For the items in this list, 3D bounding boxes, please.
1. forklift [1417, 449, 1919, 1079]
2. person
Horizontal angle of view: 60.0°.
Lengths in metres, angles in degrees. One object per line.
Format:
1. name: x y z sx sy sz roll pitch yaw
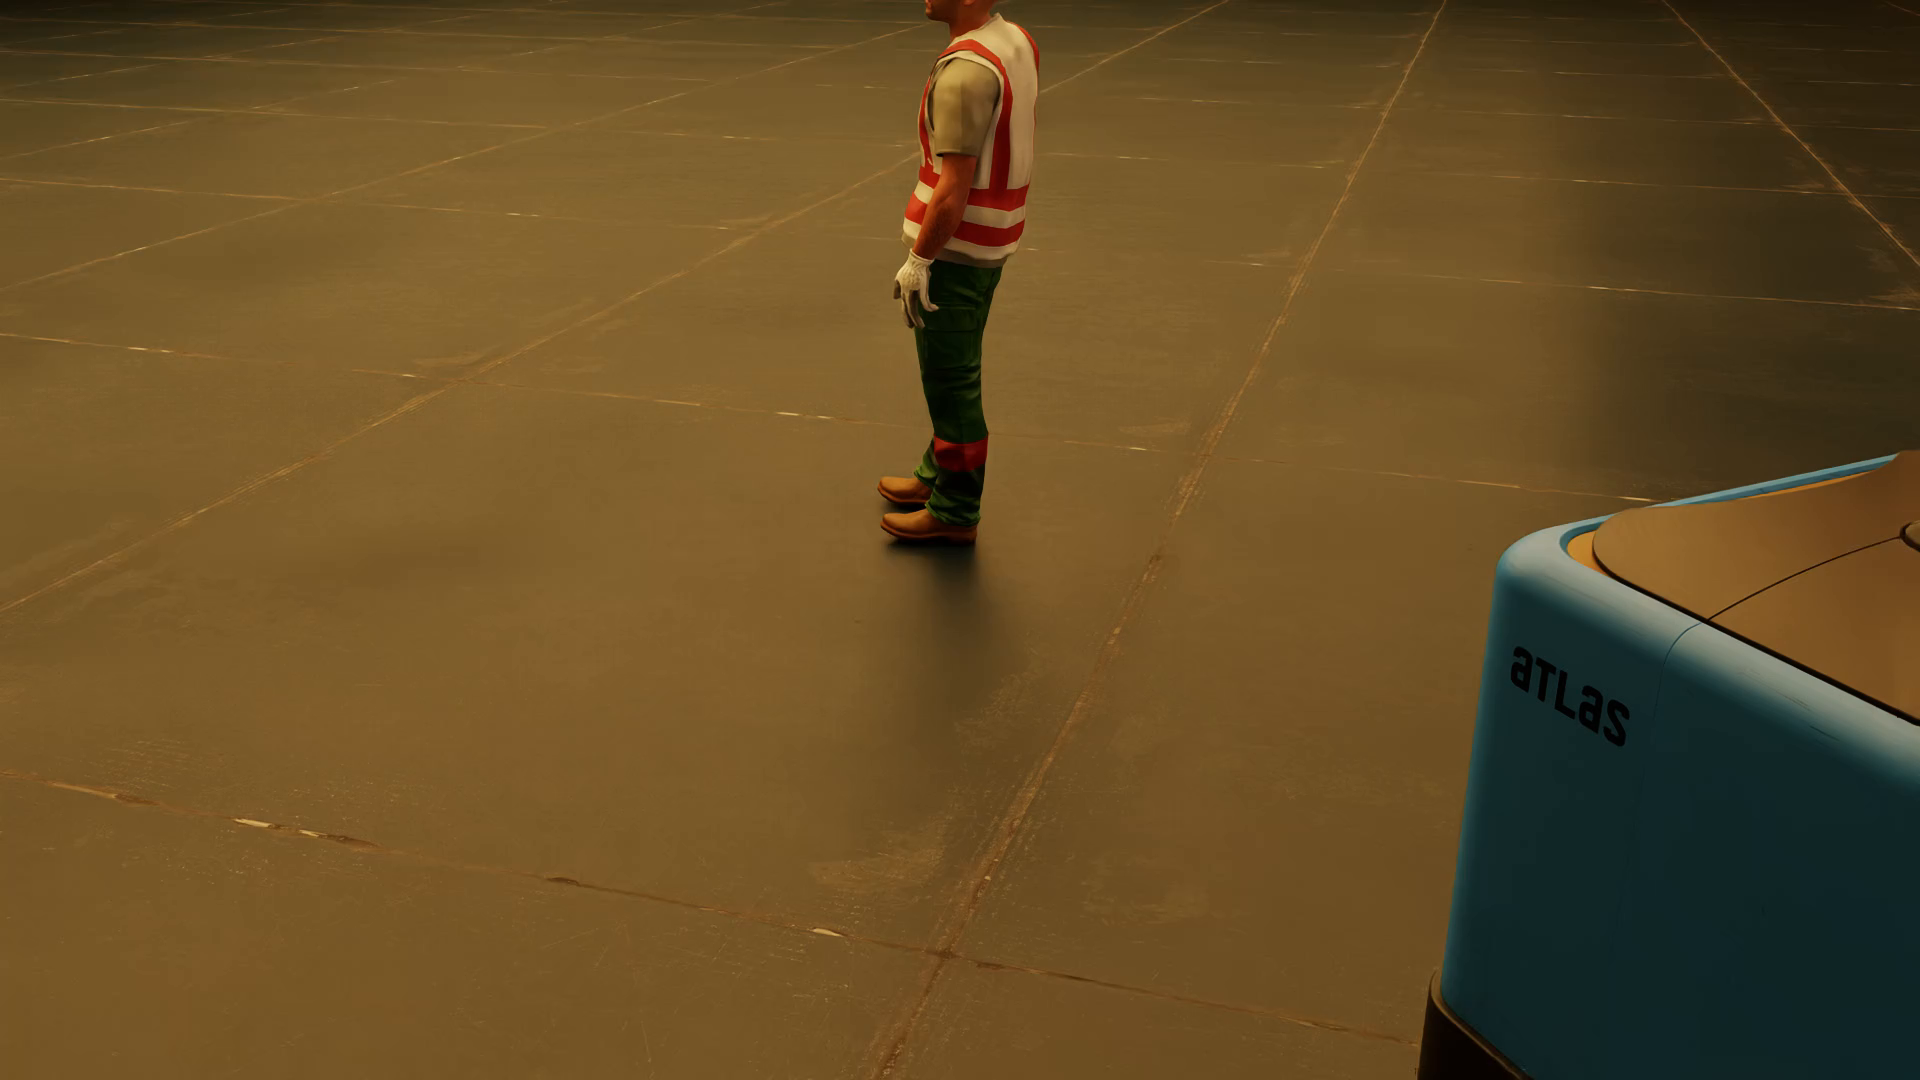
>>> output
1. forklift: 1.823 0.059 1.136 1.130 2.935 3.031 -10 25 -23
2. person: -0.073 -0.847 4.809 0.564 1.787 0.638 7 23 16
